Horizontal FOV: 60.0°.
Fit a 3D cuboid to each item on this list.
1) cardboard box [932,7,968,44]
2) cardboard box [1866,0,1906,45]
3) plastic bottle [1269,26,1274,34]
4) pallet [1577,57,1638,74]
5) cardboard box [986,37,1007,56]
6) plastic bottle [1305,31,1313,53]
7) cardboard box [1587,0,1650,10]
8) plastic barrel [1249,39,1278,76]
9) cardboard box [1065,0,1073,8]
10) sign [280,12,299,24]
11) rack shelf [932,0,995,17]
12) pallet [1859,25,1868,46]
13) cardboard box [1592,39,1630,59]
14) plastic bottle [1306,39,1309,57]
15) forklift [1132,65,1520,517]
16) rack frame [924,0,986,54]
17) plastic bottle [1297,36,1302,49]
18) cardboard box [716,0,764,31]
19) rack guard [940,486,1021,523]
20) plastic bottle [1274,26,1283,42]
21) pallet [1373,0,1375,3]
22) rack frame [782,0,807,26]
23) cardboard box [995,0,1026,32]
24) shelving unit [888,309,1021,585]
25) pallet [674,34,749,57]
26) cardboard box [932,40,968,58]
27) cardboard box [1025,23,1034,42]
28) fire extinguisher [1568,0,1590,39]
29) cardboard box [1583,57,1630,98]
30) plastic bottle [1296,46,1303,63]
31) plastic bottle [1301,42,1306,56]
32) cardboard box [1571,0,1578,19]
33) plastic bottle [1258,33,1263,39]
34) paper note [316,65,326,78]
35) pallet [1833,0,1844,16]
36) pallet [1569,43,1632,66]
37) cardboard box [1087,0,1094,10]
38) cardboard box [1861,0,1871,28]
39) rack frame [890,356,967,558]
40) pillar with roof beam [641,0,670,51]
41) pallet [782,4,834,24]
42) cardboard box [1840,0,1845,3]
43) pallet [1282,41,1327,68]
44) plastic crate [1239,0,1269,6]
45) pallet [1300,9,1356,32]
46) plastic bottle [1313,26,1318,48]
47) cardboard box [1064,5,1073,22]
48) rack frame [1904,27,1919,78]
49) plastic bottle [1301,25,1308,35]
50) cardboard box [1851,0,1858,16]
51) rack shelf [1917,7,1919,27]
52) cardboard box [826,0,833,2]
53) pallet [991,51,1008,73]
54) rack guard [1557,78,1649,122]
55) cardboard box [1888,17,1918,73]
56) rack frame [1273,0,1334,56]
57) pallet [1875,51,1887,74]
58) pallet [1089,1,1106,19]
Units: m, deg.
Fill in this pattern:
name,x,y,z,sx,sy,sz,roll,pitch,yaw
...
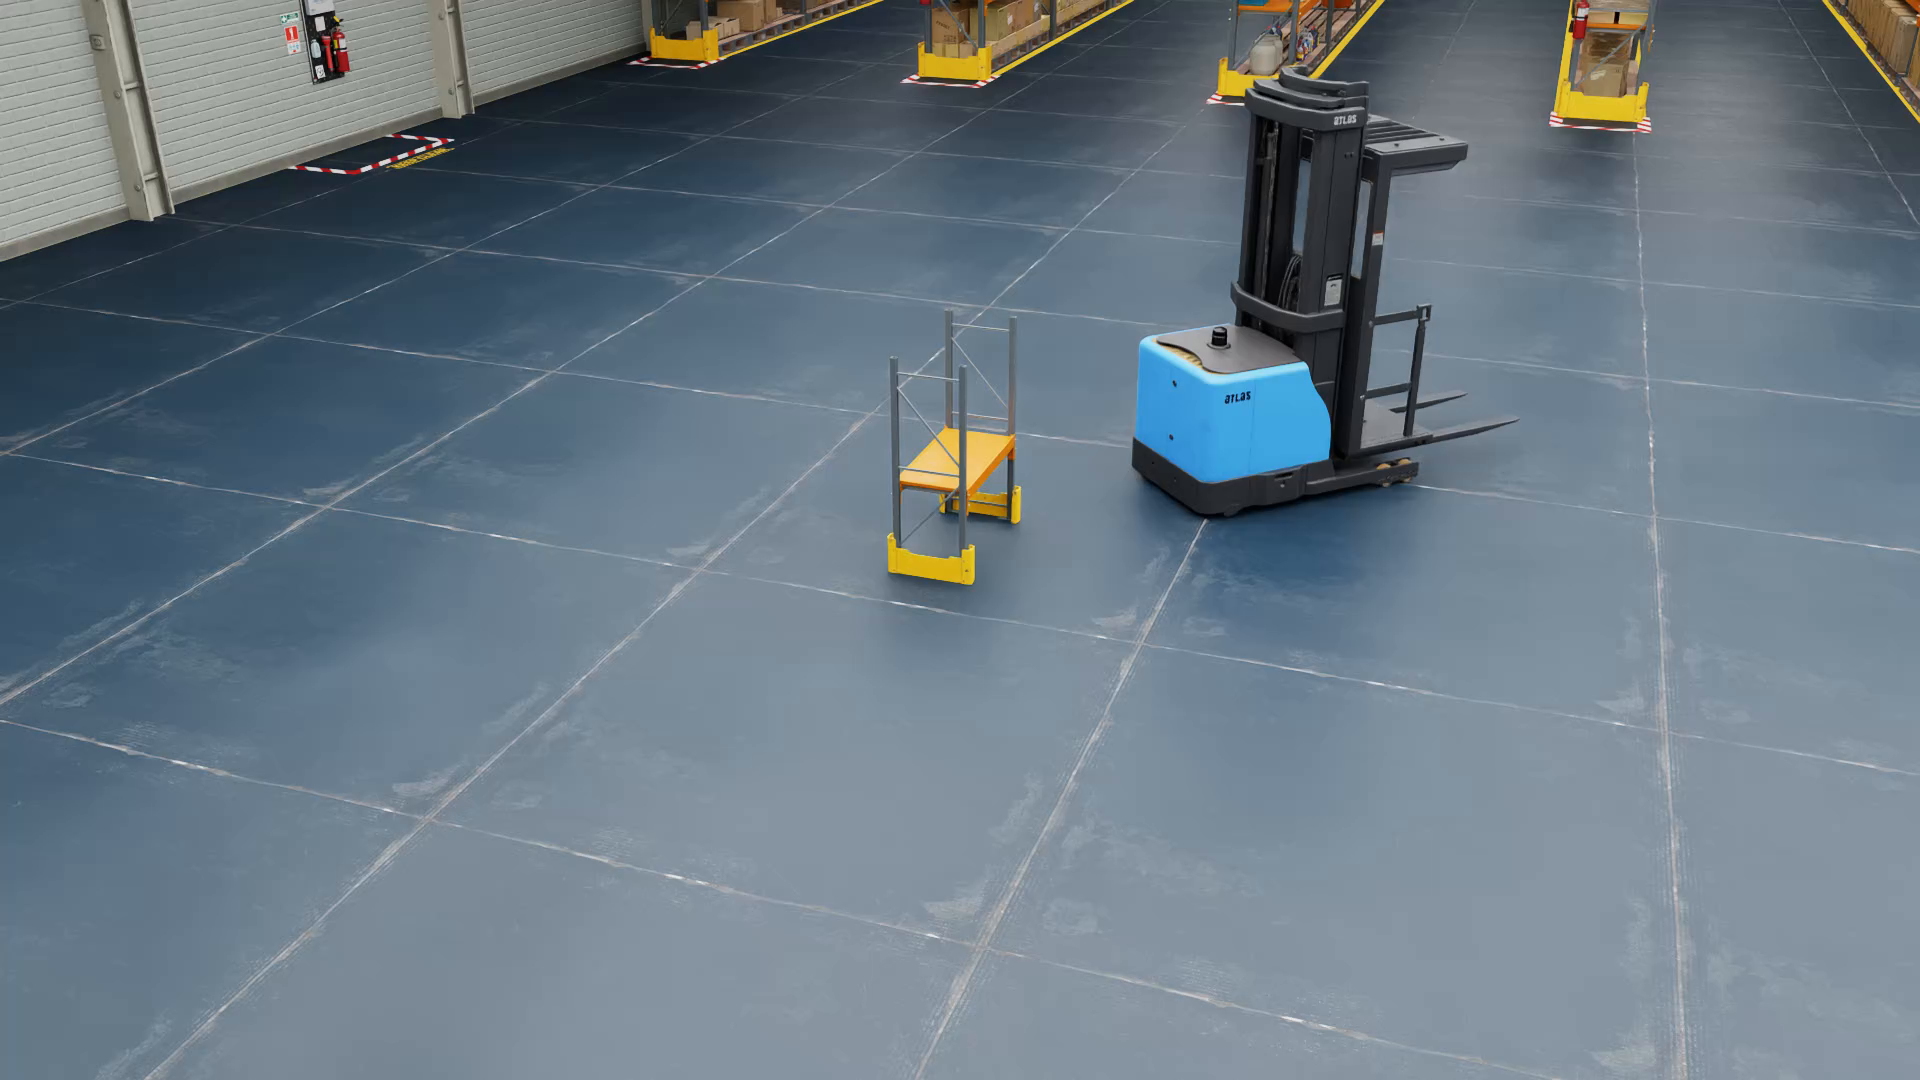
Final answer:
name,x,y,z,sx,sy,sz,roll,pitch,yaw
cardboard box,-0.182,-8.447,27.291,0.500,0.500,0.500,9,27,17
cardboard box,16.279,-8.923,28.560,1.050,0.750,0.750,8,27,17
plastic bottle,5.261,-8.553,28.231,0.144,0.351,0.185,10,27,19
pallet,10.401,-7.564,26.854,1.003,0.211,1.213,9,27,17
cardboard box,0.471,-8.240,27.724,0.500,0.250,0.500,9,27,17
plastic bottle,5.807,-8.306,27.722,0.144,0.351,0.185,9,27,17
cardboard box,9.469,-7.858,23.804,0.875,0.500,0.500,9,27,17
plastic barrel,4.736,-7.526,25.948,0.421,0.512,0.421,0,26,0
cardboard box,1.795,-10.081,30.882,0.500,0.311,0.500,8,27,17
sign,-8.462,-6.592,20.997,0.001,0.109,0.331,9,27,17
rack shelf,0.585,-9.393,28.257,1.077,0.370,4.000,9,27,17
pallet,16.827,-9.049,29.921,1.003,0.211,1.213,9,27,17
cardboard box,10.105,-7.503,25.914,0.500,0.500,0.500,6,27,13
plastic bottle,5.702,-8.110,27.408,0.097,0.271,0.097,0,26,0
forklift,2.842,-1.908,12.051,3.031,2.935,1.130,-12,28,-23
rack frame,-0.080,-8.895,26.402,1.000,3.000,0.127,9,27,17
plastic bottle,5.648,-8.225,27.631,0.061,0.283,0.133,9,27,17
cardboard box,-3.957,-9.484,29.984,0.700,0.500,0.500,7,27,14
rack guard,0.140,-0.286,11.777,0.587,0.250,0.087,9,27,17
plastic bottle,5.397,-8.532,28.188,0.144,0.351,0.185,9,27,17
pallet,8.287,-11.540,35.066,1.003,0.211,1.213,9,27,17
rack frame,-3.422,-11.255,31.278,1.000,3.000,0.127,9,27,17
cardboard box,0.810,-8.988,28.408,0.500,0.500,0.500,9,27,17
shelving unit,-0.025,-0.644,11.082,0.587,1.500,1.083,9,27,17
pallet,-4.424,-8.716,29.234,1.003,0.211,1.213,9,27,17
cardboard box,-0.180,-8.109,27.454,0.500,0.250,0.500,9,27,17
cardboard box,0.974,-8.856,28.996,0.500,0.250,0.500,9,27,17
fire extinguisher,8.788,-7.442,23.490,0.296,0.674,0.183,9,27,17
cardboard box,9.484,-6.775,24.410,0.500,0.500,0.500,14,29,27
plastic bottle,5.487,-7.845,26.860,0.097,0.271,0.097,0,26,0
plastic bottle,5.601,-7.986,27.151,0.097,0.271,0.097,0,26,0
cardboard box,12.172,-10.257,31.173,1.225,0.875,0.875,7,27,15
plastic bottle,4.995,-8.224,27.552,0.144,0.351,0.185,10,28,20
paper note,-8.315,-6.090,21.620,0.016,0.148,0.142,9,27,17
pallet,18.087,-10.653,33.234,1.003,0.211,1.213,9,27,17
pallet,10.849,-8.166,28.096,1.003,0.211,1.213,9,27,17
cardboard box,2.298,-10.464,32.316,0.500,0.250,0.500,9,27,19
cardboard box,16.715,-9.569,30.180,0.500,0.500,0.500,10,28,20
rack frame,-0.198,-0.431,10.643,0.500,1.500,0.032,9,27,17
pillar with roof beam,-1.276,-12.101,26.139,9.100,9.000,0.400,9,27,17
pallet,-3.164,-10.320,32.547,1.003,0.211,1.213,9,27,17
cardboard box,17.706,-10.744,33.011,0.380,0.149,0.250,9,27,18
pallet,5.658,-8.294,28.361,1.003,0.211,1.213,9,27,17
plastic crate,4.474,-8.357,25.462,0.499,0.251,0.616,9,27,17
pallet,6.957,-9.895,31.667,1.003,0.211,1.213,9,27,17
plastic bottle,5.978,-8.518,28.159,0.144,0.351,0.185,8,27,16
cardboard box,1.790,-9.830,31.007,0.500,0.250,0.500,9,27,19
rack frame,15.235,-8.340,25.256,1.000,3.000,0.127,9,27,17
plastic bottle,5.842,-8.539,28.202,0.144,0.351,0.185,9,27,17
cardboard box,17.227,-10.208,31.502,0.500,0.500,0.500,10,28,20
rack shelf,14.569,-7.194,23.715,1.077,0.370,4.000,9,27,17
cardboard box,-2.860,-11.057,33.231,0.700,0.500,0.500,9,27,18
pallet,0.135,-7.960,27.672,1.003,0.211,1.213,9,27,17
rack guard,9.286,-6.363,24.041,1.175,0.500,0.348,9,27,17
cardboard box,15.357,-7.784,26.208,1.050,0.750,0.750,9,27,17
rack frame,5.921,-9.819,28.311,1.000,3.000,0.127,9,27,17
pallet,15.825,-7.916,27.580,1.003,0.211,1.213,9,27,17
pallet,2.271,-10.595,33.113,1.003,0.211,1.213,9,27,17
